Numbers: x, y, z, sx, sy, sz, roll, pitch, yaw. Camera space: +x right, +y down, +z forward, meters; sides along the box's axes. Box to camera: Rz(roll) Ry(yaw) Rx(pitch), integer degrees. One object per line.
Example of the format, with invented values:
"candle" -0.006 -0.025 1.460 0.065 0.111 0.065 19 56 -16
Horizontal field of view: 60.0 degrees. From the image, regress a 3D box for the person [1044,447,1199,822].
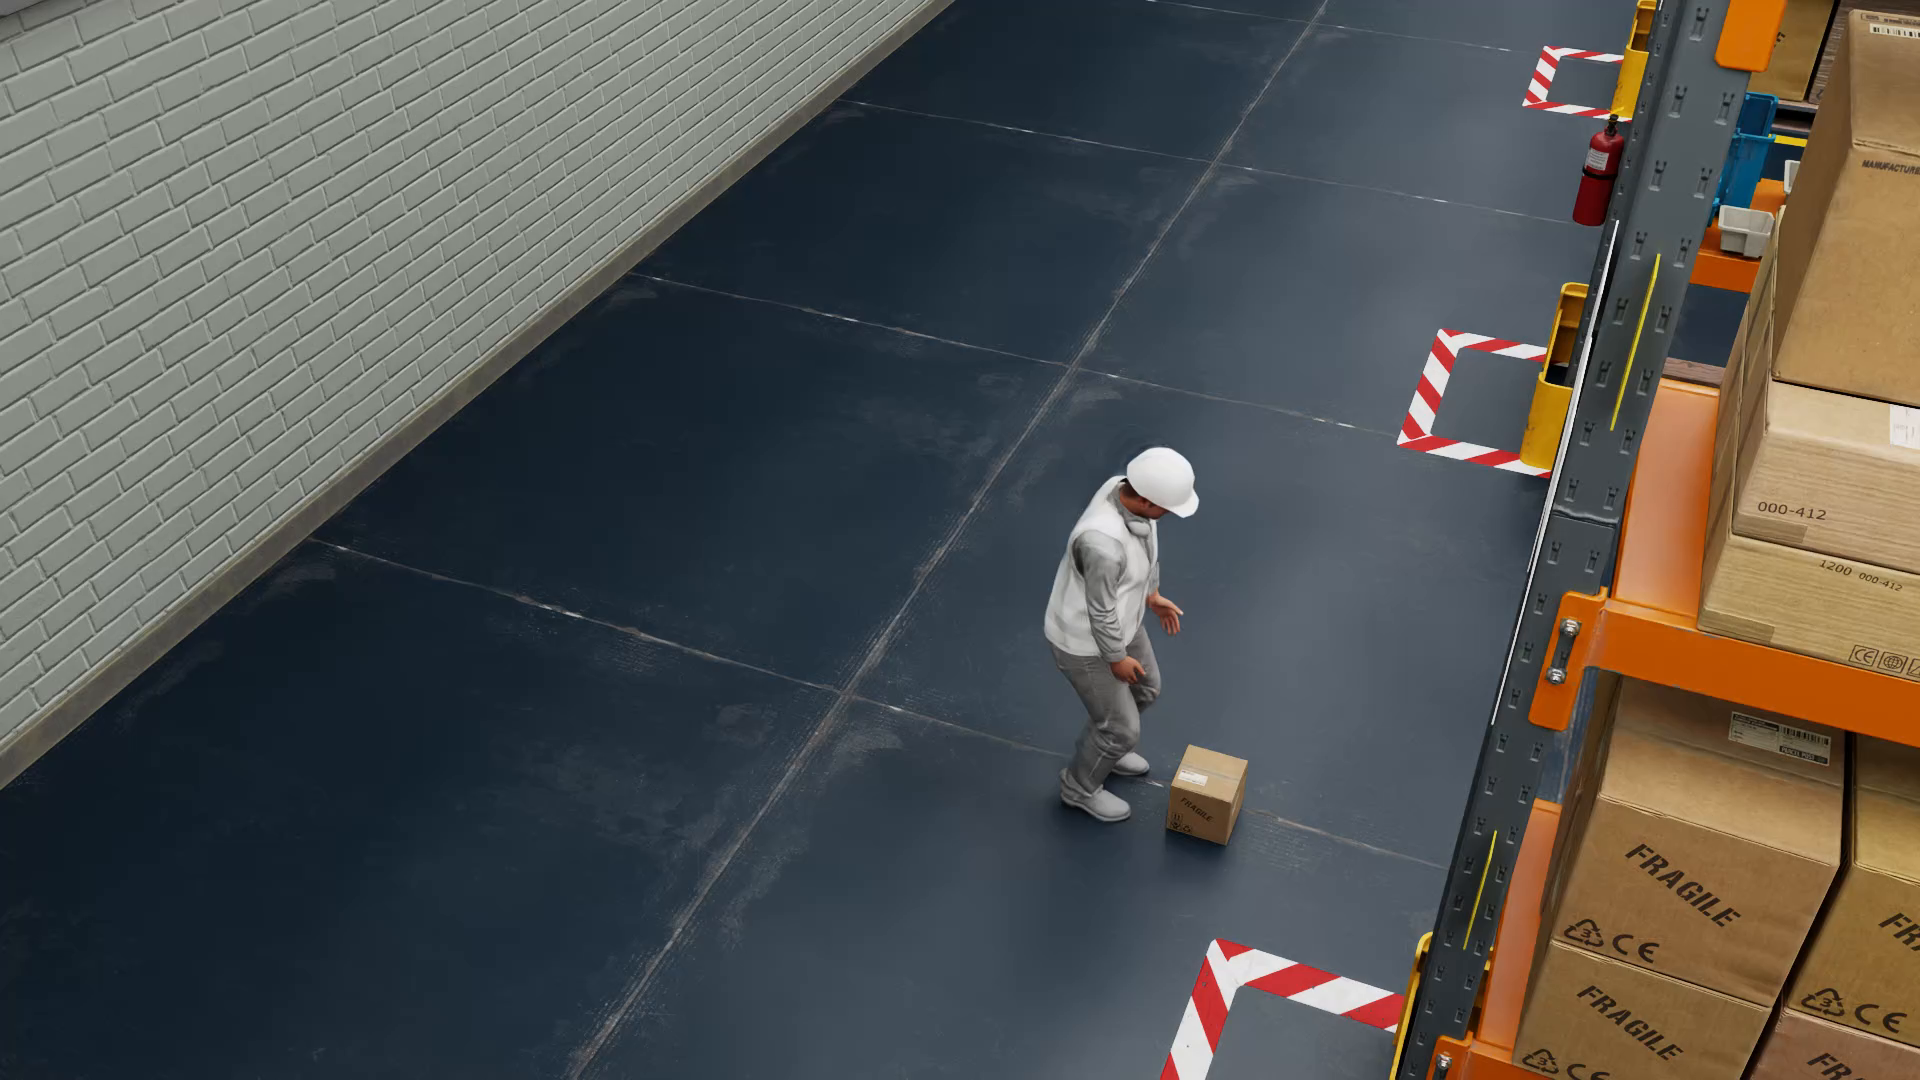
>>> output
"person" 0.610 0.330 6.438 0.516 1.695 0.567 15 40 19
